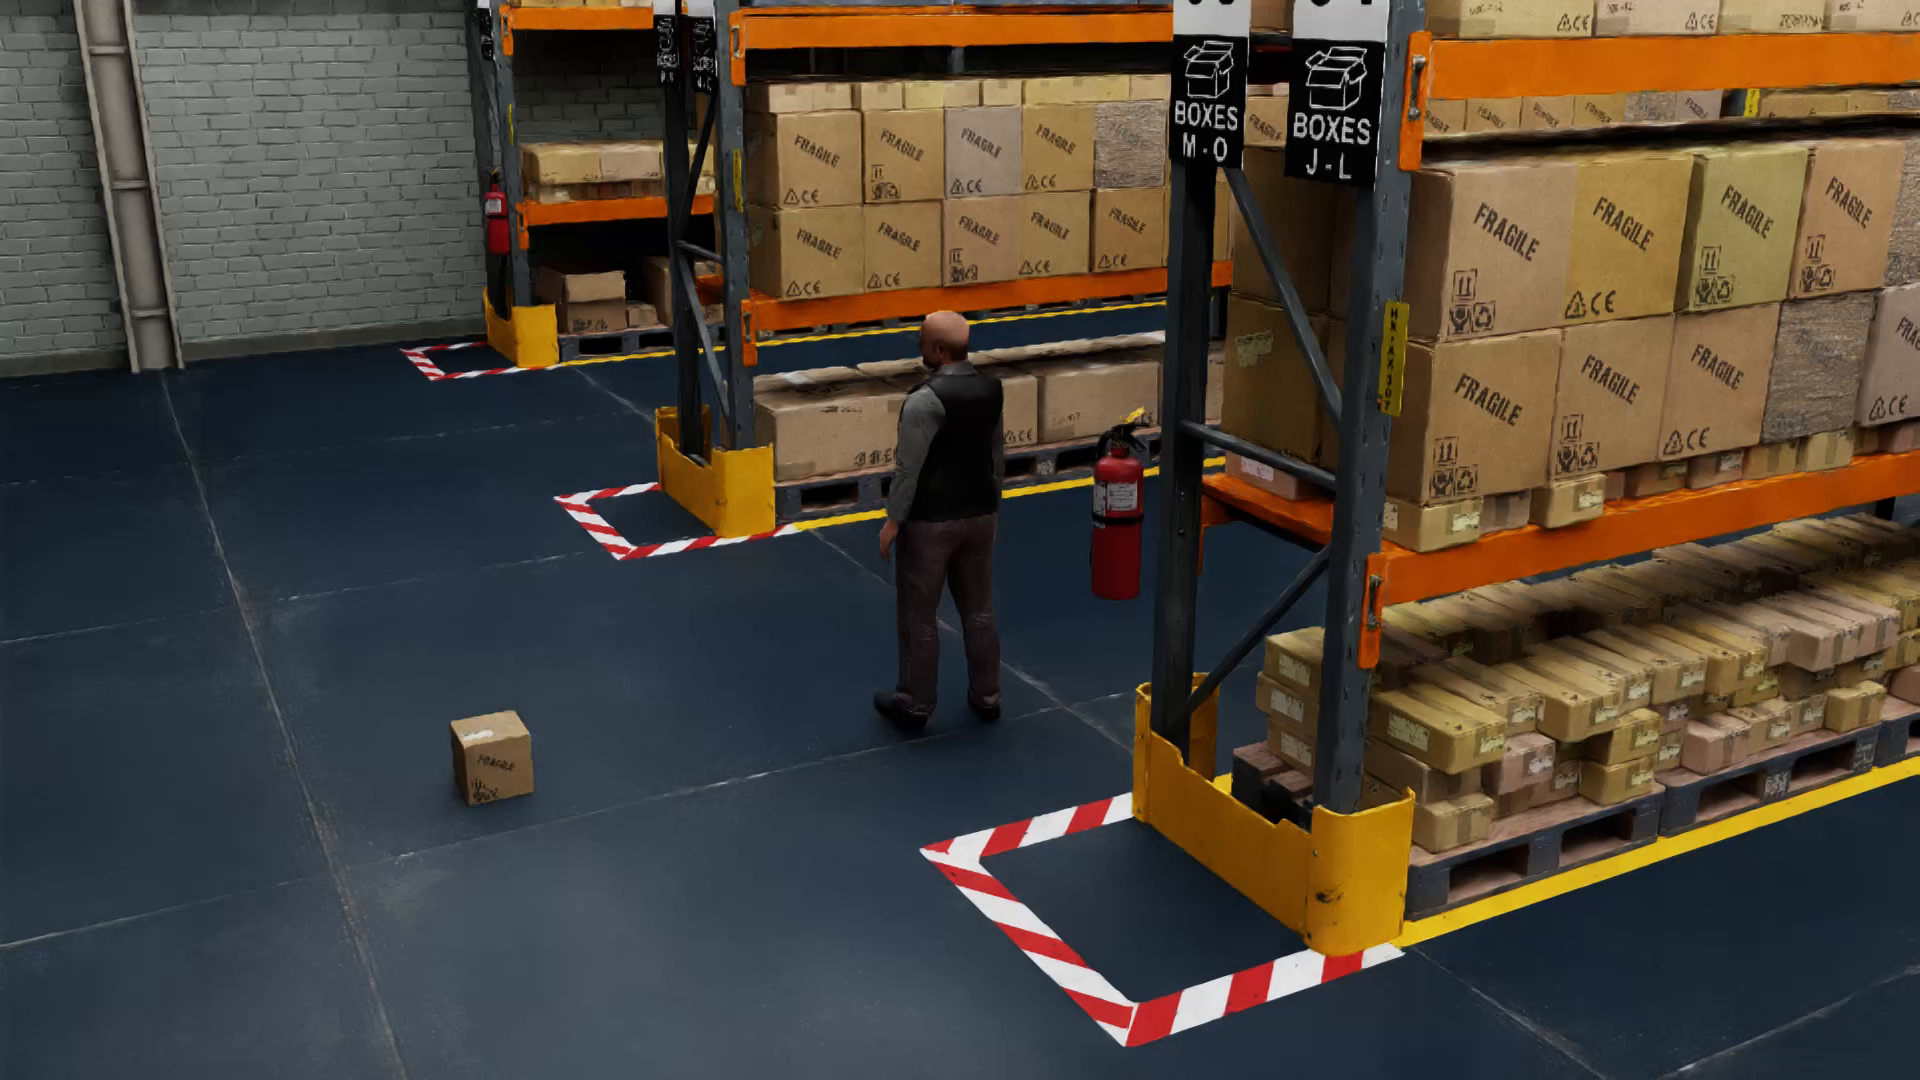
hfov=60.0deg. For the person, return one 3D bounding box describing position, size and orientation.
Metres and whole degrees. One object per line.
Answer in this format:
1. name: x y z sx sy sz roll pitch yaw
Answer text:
1. person: -0.085 -0.082 6.756 0.588 1.730 0.470 -17 25 -42
